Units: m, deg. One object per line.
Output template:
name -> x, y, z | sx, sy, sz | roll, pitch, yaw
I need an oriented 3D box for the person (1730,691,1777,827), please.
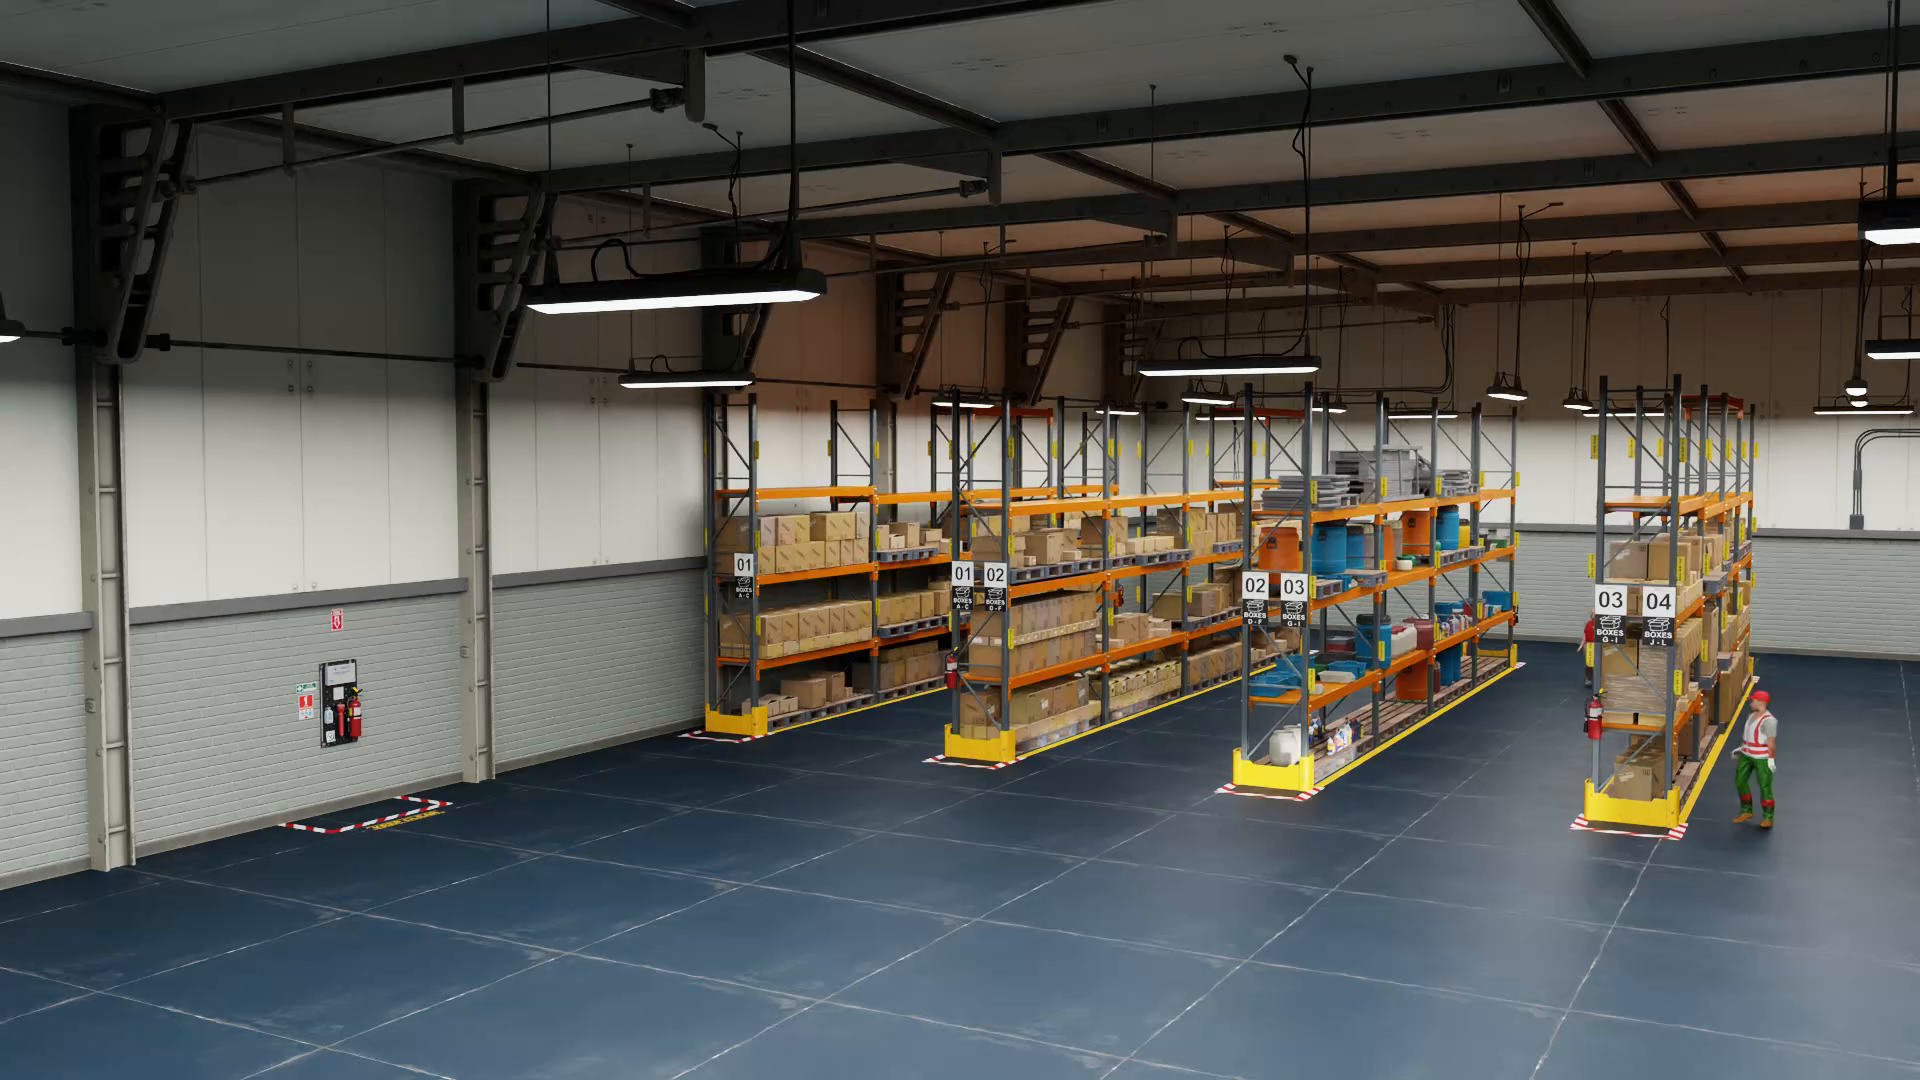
person -> 10.588, 2.899, 22.158 | 0.365, 1.809, 0.689 | -1, 3, -19

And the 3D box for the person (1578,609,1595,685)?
person -> 13.252, 2.283, 34.744 | 0.642, 1.682, 0.980 | 1, 3, 23
